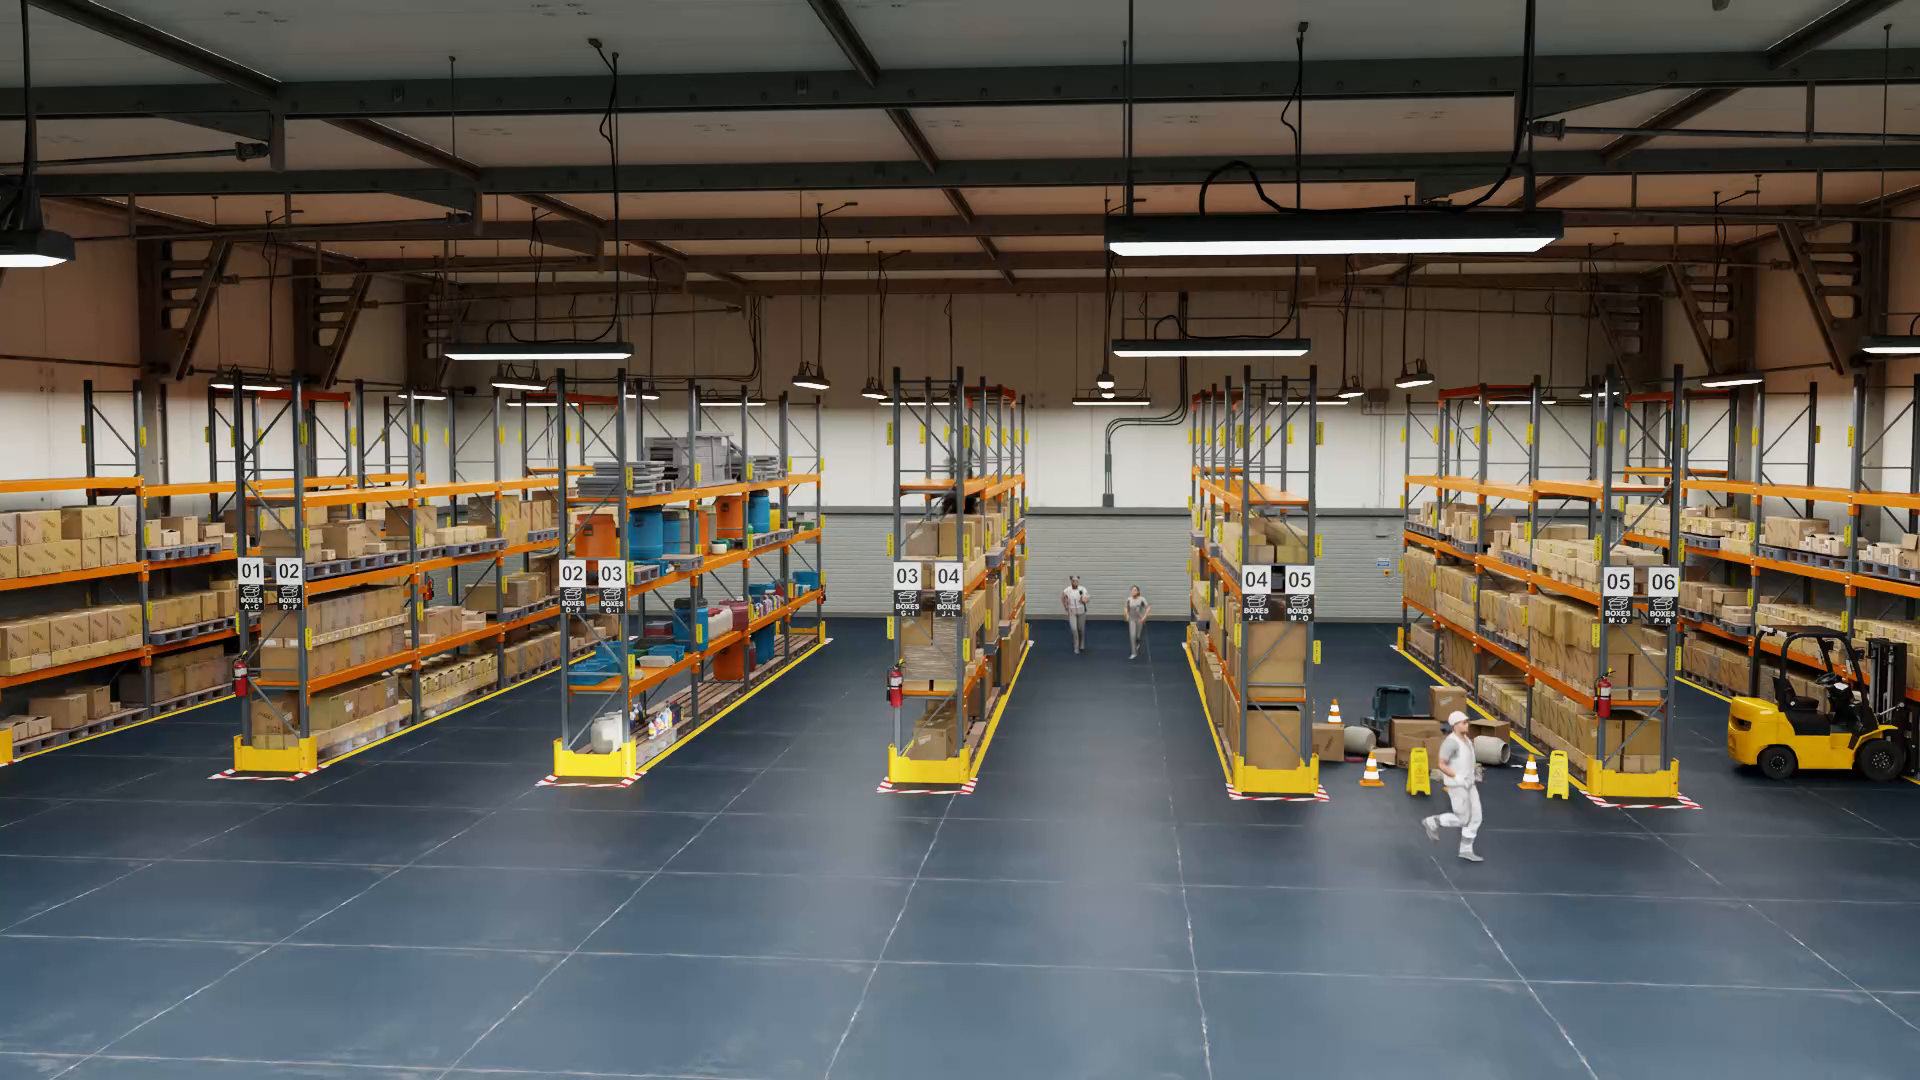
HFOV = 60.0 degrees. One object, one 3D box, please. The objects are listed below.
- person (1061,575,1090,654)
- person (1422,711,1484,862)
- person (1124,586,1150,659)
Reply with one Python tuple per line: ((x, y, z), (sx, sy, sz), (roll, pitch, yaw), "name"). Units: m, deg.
((2.698, 1.716, 38.706), (0.663, 1.830, 0.828), (0, 4, 1), "person")
((5.900, 2.907, 19.782), (0.744, 1.759, 0.655), (3, 5, 43), "person")
((4.024, 1.901, 37.754), (0.581, 1.548, 0.644), (1, 4, 17), "person")
